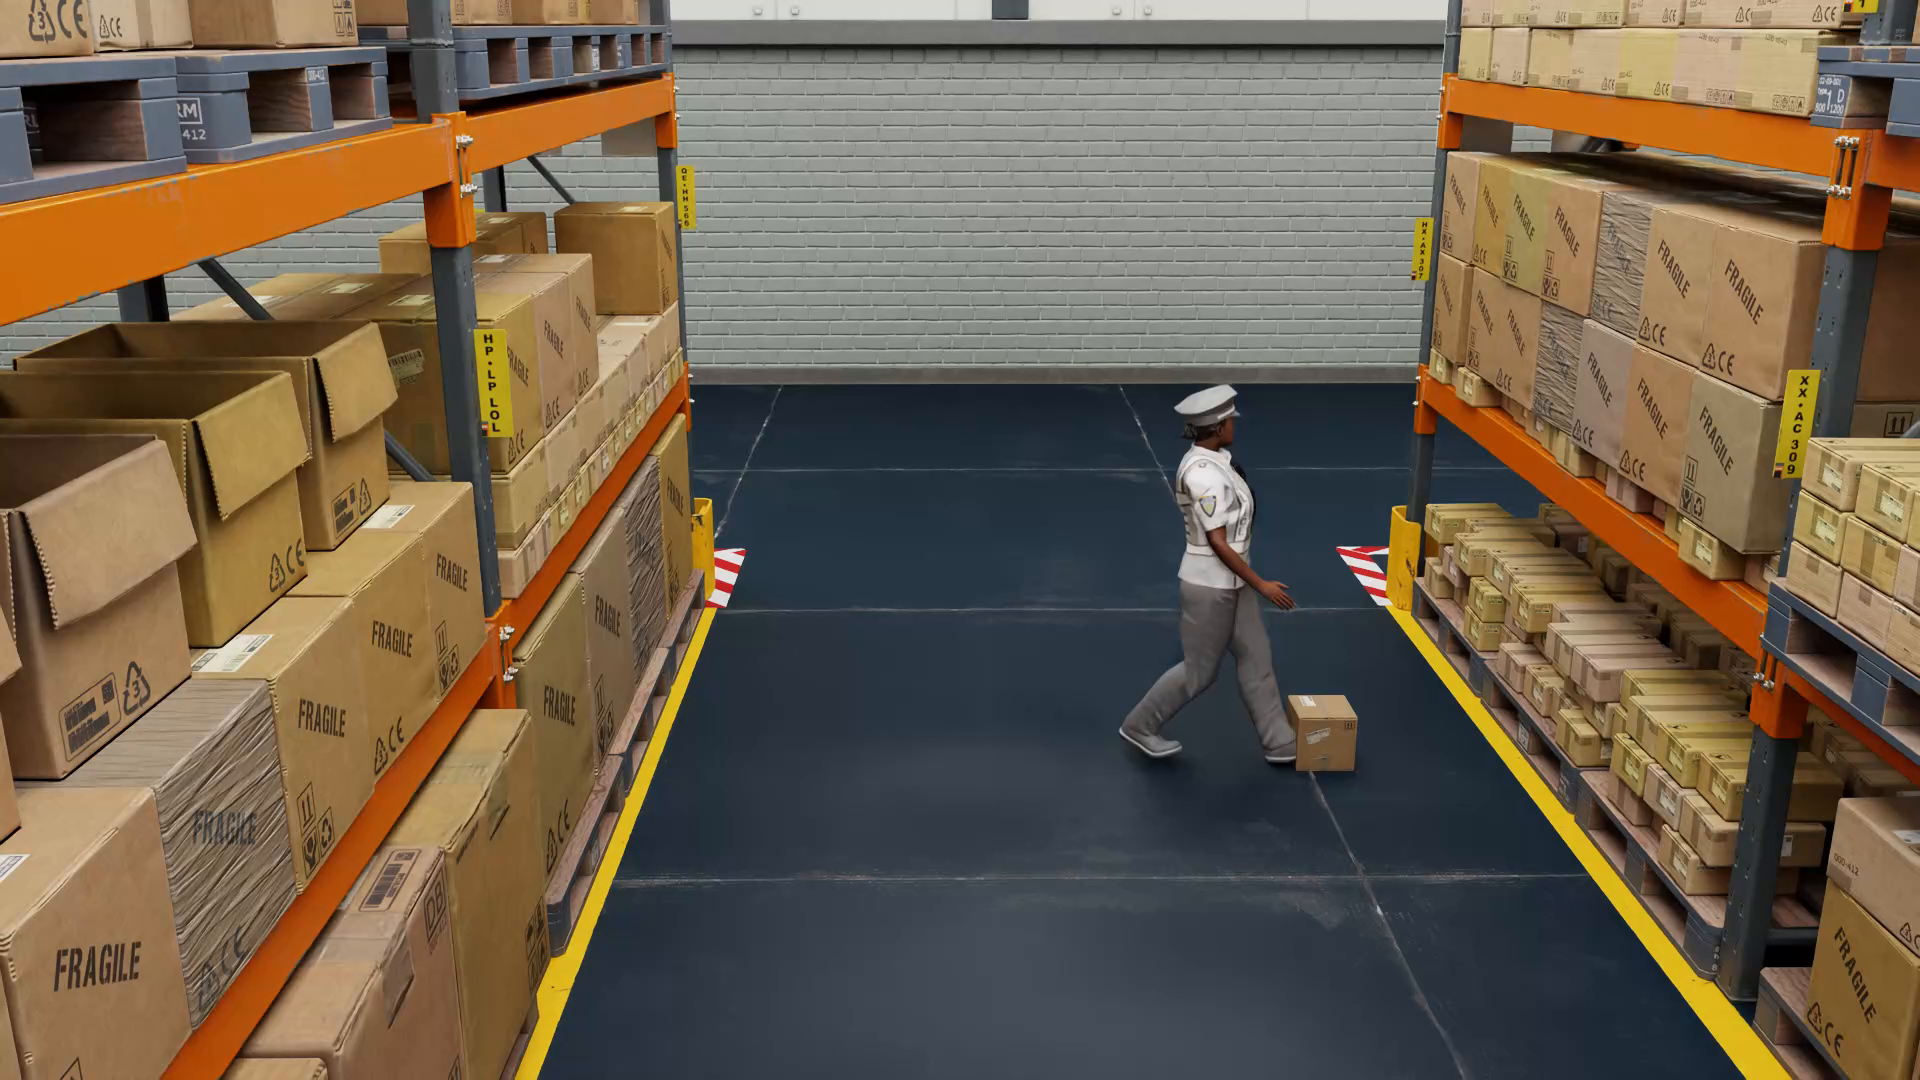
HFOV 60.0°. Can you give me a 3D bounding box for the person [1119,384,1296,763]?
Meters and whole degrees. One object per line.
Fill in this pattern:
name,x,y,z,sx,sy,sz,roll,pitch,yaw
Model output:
person,1.148,0.171,6.984,0.923,1.630,0.508,4,18,13
